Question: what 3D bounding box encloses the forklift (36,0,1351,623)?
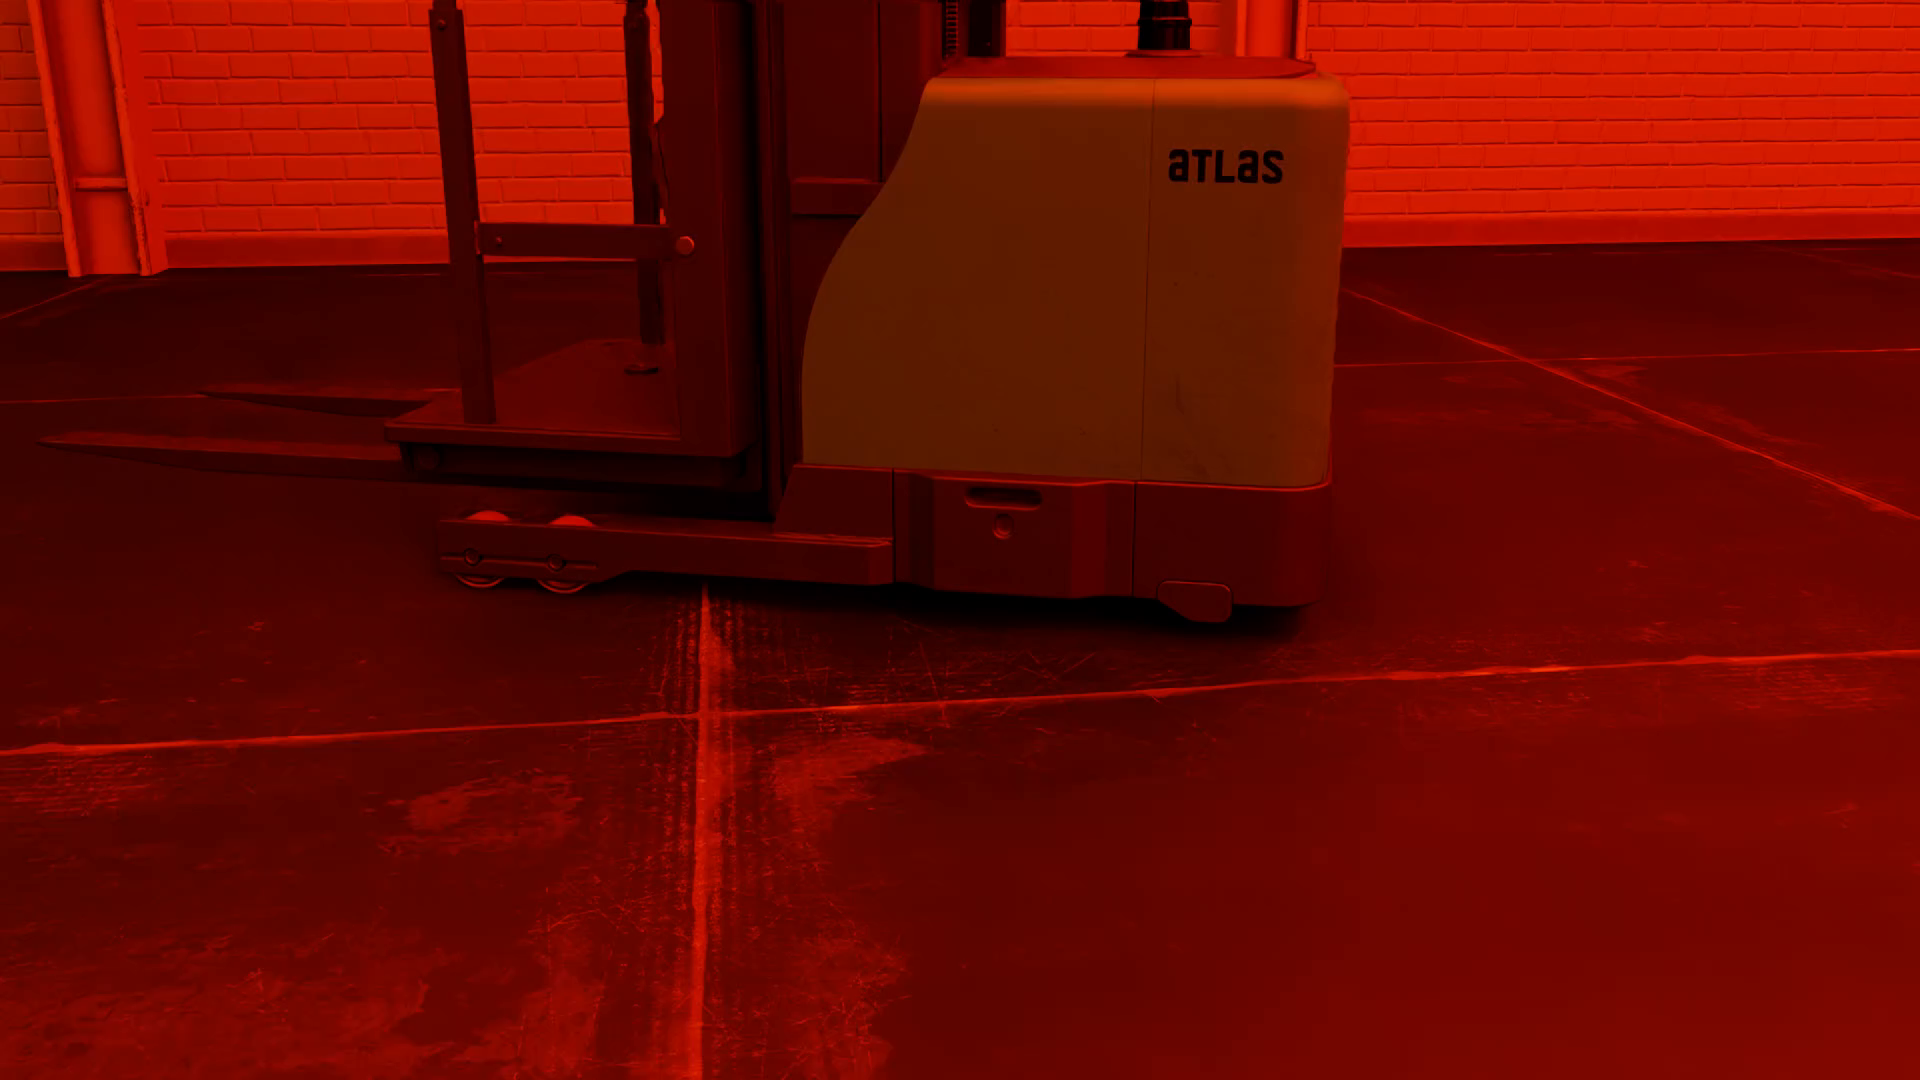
[{"bbox_3d":[-0.664,-1.432,3.639,3.031,2.935,1.130,3,17,11],"label":"forklift"}]
